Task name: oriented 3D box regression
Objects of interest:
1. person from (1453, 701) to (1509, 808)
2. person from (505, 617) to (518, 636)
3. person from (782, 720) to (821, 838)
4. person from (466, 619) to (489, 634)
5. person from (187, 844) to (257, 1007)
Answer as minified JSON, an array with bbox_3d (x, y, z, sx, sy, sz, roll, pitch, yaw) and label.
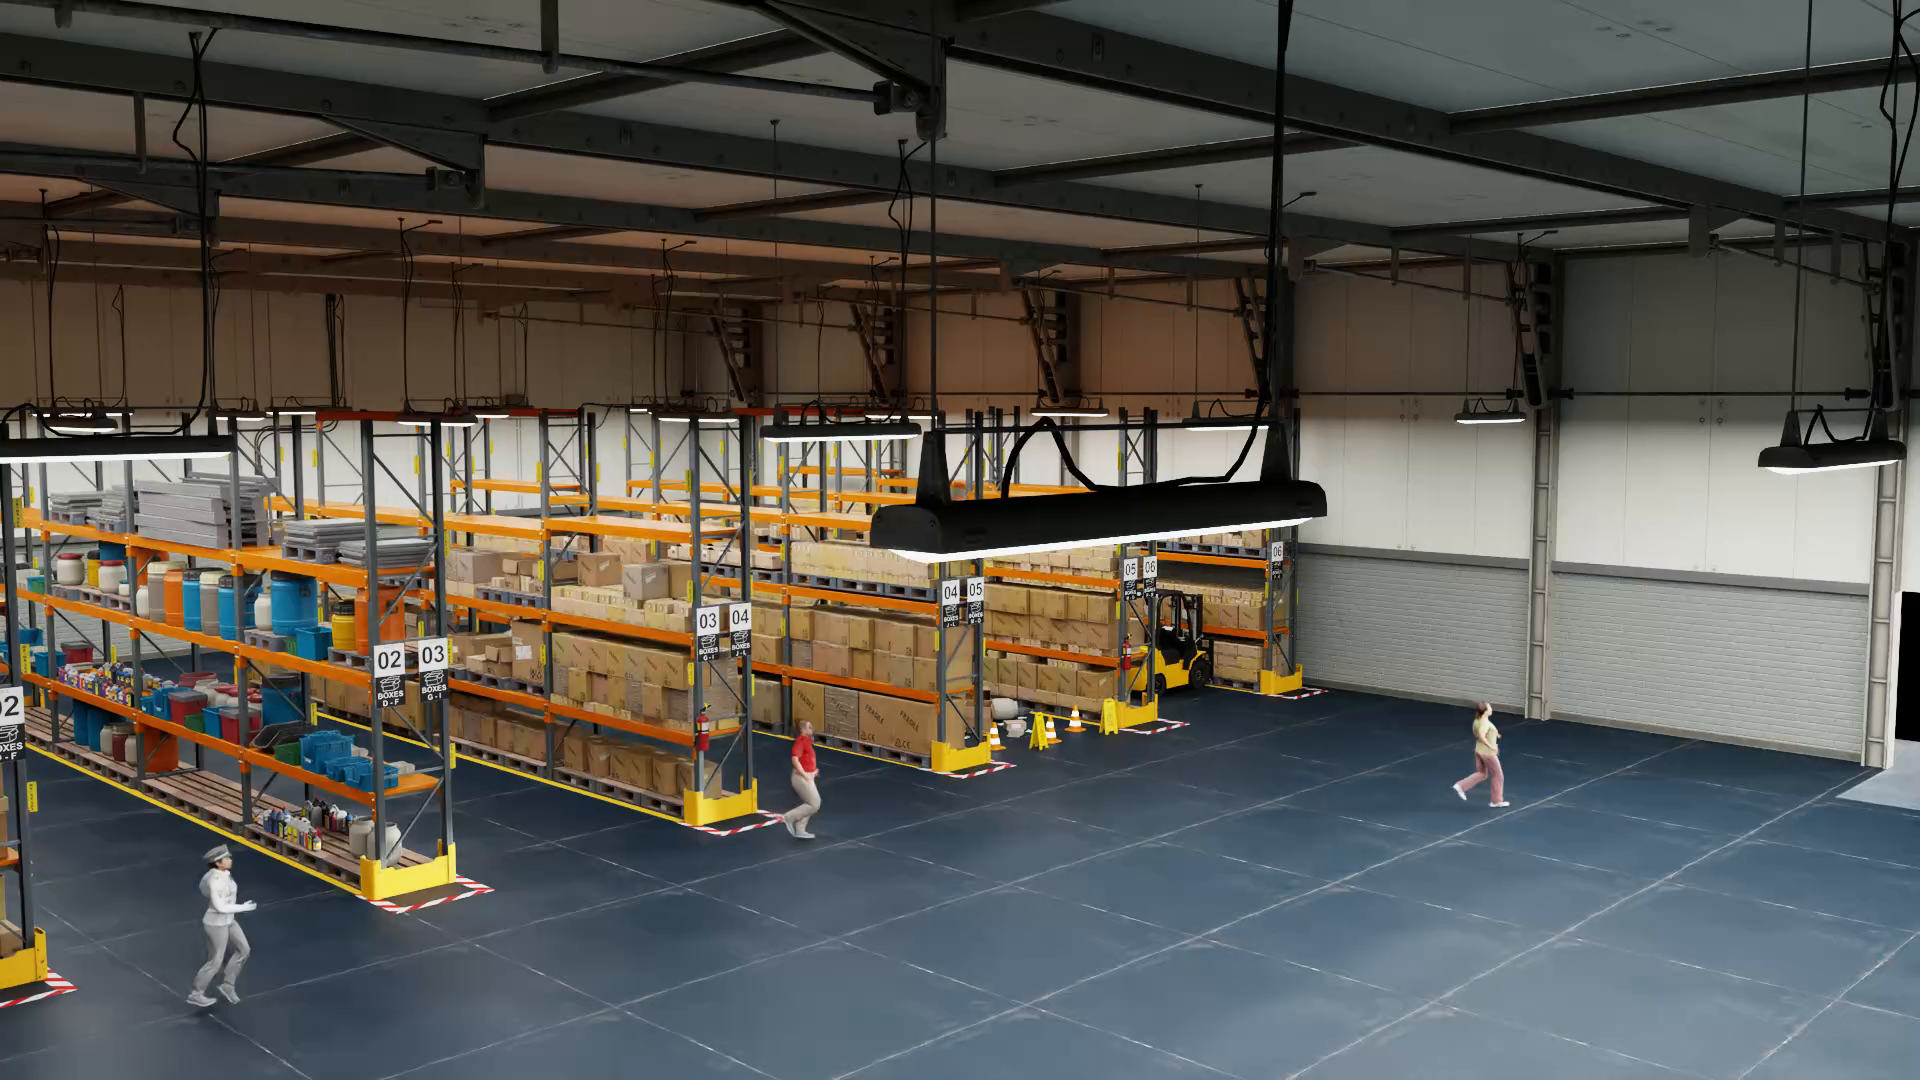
[{"bbox_3d":[7.999,3.263,25.340,0.815,1.641,0.590,-1,5,-7],"label":"person"},{"bbox_3d":[-9.290,2.427,34.940,0.577,1.628,0.528,-5,7,-43],"label":"person"},{"bbox_3d":[-2.263,3.412,23.627,0.560,1.691,0.665,-1,5,-7],"label":"person"},{"bbox_3d":[-11.780,1.859,40.654,0.740,1.827,0.934,4,6,38],"label":"person"},{"bbox_3d":[-7.607,3.988,17.142,0.705,1.747,0.634,-1,5,-15],"label":"person"}]
